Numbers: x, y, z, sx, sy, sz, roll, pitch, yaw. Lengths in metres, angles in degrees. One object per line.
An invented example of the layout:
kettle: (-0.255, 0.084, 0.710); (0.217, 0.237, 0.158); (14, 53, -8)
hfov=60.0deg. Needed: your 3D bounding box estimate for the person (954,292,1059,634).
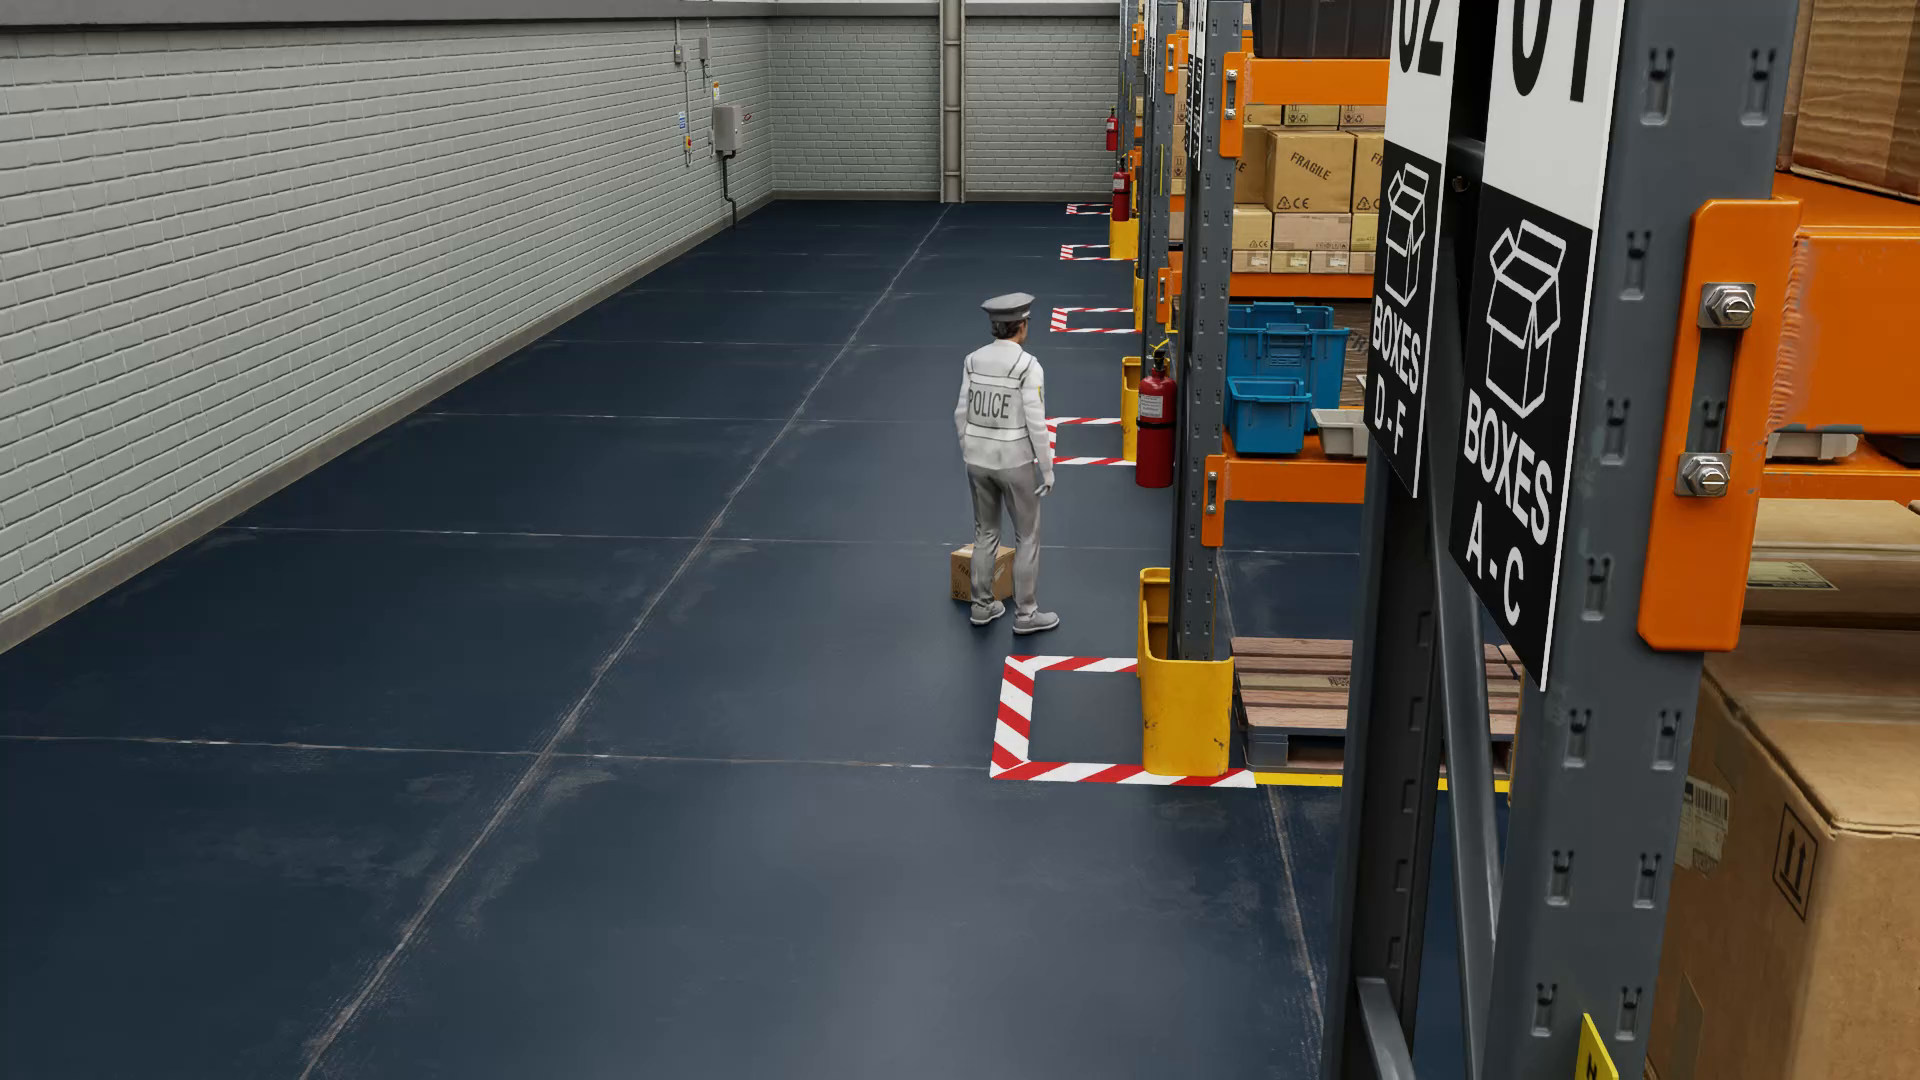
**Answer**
person: (0.221, -0.368, 8.203); (0.530, 1.663, 0.371); (12, 21, 33)
